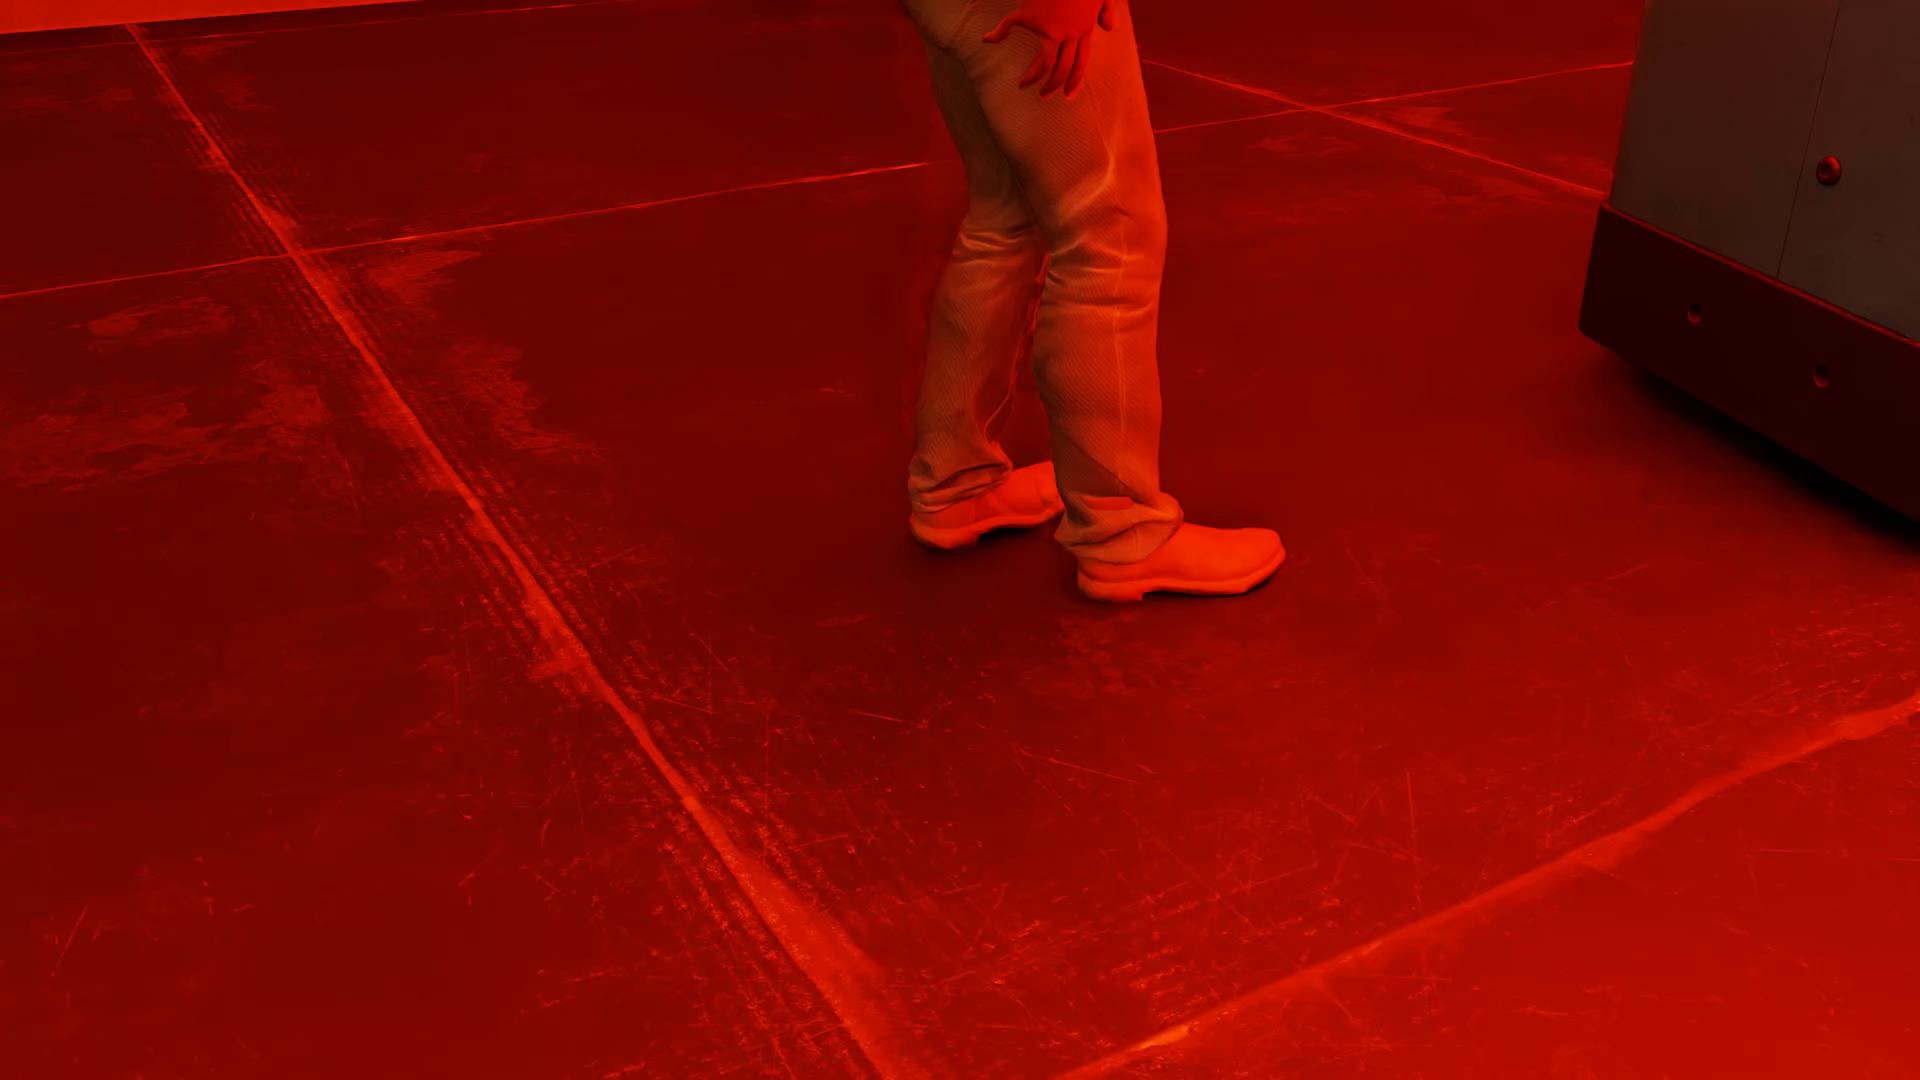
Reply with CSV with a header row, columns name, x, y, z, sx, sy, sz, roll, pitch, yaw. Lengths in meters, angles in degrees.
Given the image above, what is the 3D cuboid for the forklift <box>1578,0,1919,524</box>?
name,x,y,z,sx,sy,sz,roll,pitch,yaw
forklift,2.735,-1.615,2.444,3.031,2.935,1.130,-7,28,-14

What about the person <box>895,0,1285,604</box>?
name,x,y,z,sx,sy,sz,roll,pitch,yaw
person,0.124,-0.793,2.143,0.614,1.748,0.689,-6,27,-11
